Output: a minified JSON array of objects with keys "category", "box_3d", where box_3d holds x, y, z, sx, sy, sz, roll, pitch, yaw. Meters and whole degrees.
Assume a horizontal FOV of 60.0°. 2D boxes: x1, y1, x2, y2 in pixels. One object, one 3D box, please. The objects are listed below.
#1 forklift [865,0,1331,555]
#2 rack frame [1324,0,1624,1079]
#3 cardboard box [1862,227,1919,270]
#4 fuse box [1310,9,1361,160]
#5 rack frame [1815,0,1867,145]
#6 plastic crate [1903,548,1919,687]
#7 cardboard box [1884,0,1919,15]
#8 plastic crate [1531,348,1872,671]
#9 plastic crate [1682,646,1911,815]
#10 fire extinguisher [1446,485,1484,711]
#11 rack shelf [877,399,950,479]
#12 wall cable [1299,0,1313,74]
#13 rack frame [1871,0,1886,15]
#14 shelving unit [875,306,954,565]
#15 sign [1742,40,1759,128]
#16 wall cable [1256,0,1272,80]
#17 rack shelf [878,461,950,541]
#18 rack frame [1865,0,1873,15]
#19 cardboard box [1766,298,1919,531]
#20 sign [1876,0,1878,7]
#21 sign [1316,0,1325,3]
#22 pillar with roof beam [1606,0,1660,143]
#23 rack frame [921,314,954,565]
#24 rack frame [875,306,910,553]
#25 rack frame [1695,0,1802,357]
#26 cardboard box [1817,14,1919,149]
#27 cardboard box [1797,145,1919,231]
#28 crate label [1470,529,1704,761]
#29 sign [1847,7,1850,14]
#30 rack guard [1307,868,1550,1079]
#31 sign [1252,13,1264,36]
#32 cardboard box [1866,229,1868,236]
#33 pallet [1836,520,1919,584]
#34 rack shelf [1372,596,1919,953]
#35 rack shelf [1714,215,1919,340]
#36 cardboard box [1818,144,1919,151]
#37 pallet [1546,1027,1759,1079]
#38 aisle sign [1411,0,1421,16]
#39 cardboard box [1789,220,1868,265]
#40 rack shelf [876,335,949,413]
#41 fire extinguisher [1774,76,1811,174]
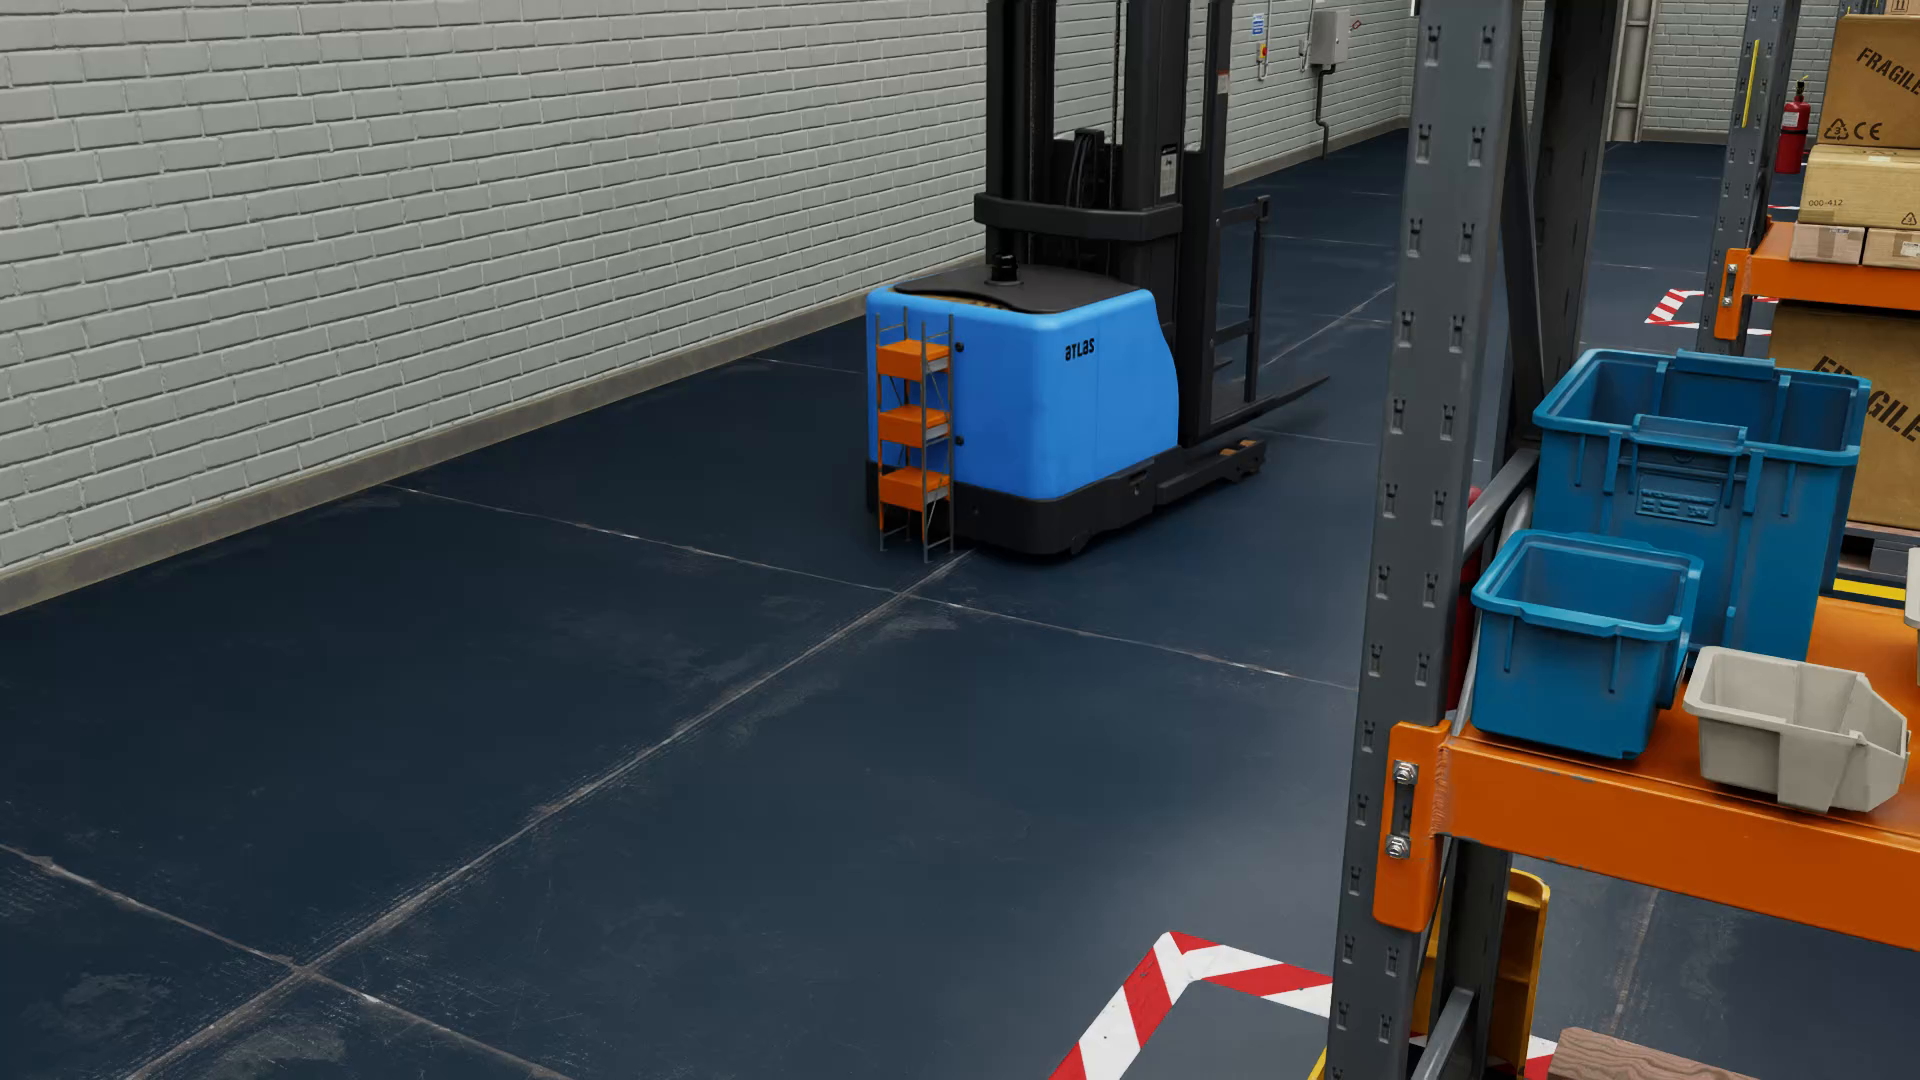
[{"category":"forklift","box_3d":[0.873,-1.750,7.891,1.130,2.935,3.031,15,25,35]},{"category":"rack frame","box_3d":[0.942,-0.024,3.031,0.127,3.000,1.000,11,23,27]},{"category":"cardboard box","box_3d":[3.732,-1.180,6.589,0.250,0.149,0.380,10,22,27]},{"category":"fuse box","box_3d":[4.409,-5.374,19.672,0.414,1.711,0.539,11,23,27]},{"category":"rack frame","box_3d":[5.865,-2.958,11.120,0.127,3.000,1.000,11,23,27]},{"category":"plastic crate","box_3d":[1.743,0.154,2.841,0.243,0.136,0.396,11,23,27]},{"category":"cardboard box","box_3d":[6.127,-3.461,10.459,0.500,0.500,0.500,11,22,27]},{"category":"plastic crate","box_3d":[1.326,-0.068,3.015,0.499,0.435,0.616,11,23,27]},{"category":"plastic crate","box_3d":[1.237,0.289,2.468,0.298,0.136,0.250,11,23,27]},{"category":"fire extinguisher","box_3d":[1.032,0.028,3.550,0.183,0.674,0.296,11,23,27]},{"category":"rack shelf","box_3d":[-0.189,-0.429,7.040,0.240,0.259,0.215,15,25,35]},{"category":"wall cable","box_3d":[3.938,-6.281,18.791,0.122,1.984,0.588,11,23,27]},{"category":"rack frame","box_3d":[10.608,-5.927,19.305,0.127,3.000,1.000,11,23,27]},{"category":"shelving unit","box_3d":[-0.189,-0.439,7.036,0.252,1.050,0.215,15,25,35]},{"category":"sign","box_3d":[3.082,-1.778,6.482,0.005,0.325,0.100,11,23,27]},{"category":"wall cable","box_3d":[3.257,-5.871,17.617,0.123,1.953,0.585,11,23,27]},{"category":"rack shelf","box_3d":[-0.189,-0.168,7.135,0.240,0.259,0.215,15,25,35]},{"category":"rack frame","box_3d":[8.191,-4.448,15.229,0.127,3.000,1.000,11,23,27]},{"category":"cardboard box","box_3d":[3.956,-0.614,7.159,0.875,0.875,0.875,11,23,27]},{"category":"sign","box_3d":[10.344,-6.172,18.712,0.005,0.325,0.100,11,23,27]},{"category":"sign","box_3d":[4.201,-6.386,19.361,0.001,0.242,0.339,11,23,27]},{"category":"pillar with roof beam","box_3d":[6.594,-8.182,16.724,0.400,9.000,9.100,11,23,27]},{"category":"rack frame","box_3d":[-0.092,-0.414,6.966,0.008,1.050,0.200,15,25,35]},{"category":"rack frame","box_3d":[-0.285,-0.465,7.106,0.008,1.050,0.200,15,25,35]},{"category":"rack frame","box_3d":[3.358,-1.498,7.096,0.127,3.000,1.000,11,23,27]},{"category":"cardboard box","box_3d":[3.911,-1.917,6.935,0.500,0.500,0.500,11,23,28]},{"category":"cardboard box","box_3d":[3.645,-1.407,6.629,0.500,0.250,0.500,10,22,26]},{"category":"crate label","box_3d":[0.997,0.166,2.666,0.303,0.233,0.416,11,23,27]},{"category":"sign","box_3d":[5.600,-3.203,10.527,0.005,0.325,0.100,11,23,27]},{"category":"rack guard","box_3d":[0.915,1.151,3.458,0.348,0.500,1.175,11,23,27]},{"category":"sign","box_3d":[3.180,-5.502,17.738,0.001,0.218,0.327,11,23,27]},{"category":"cardboard box","box_3d":[3.829,-1.419,7.246,0.250,0.149,0.380,11,23,28]},{"category":"pallet","box_3d":[4.094,-0.078,7.269,1.213,0.211,1.003,11,23,27]},{"category":"rack shelf","box_3d":[2.688,0.647,2.237,4.000,0.370,1.077,11,23,27]},{"category":"rack shelf","box_3d":[5.104,-0.827,6.302,4.000,0.370,1.077,11,23,27]},{"category":"cardboard box","box_3d":[3.910,-1.566,7.067,0.500,0.250,0.500,10,22,26]},{"category":"pallet","box_3d":[1.643,1.436,3.097,1.213,0.211,1.003,11,23,27]},{"category":"aisle sign","box_3d":[0.735,-1.169,2.377,0.004,0.787,0.394,11,23,27]},{"category":"cardboard box","box_3d":[3.507,-1.223,6.705,0.250,0.149,0.380,11,23,28]},{"category":"rack shelf","box_3d":[-0.189,-0.696,6.943,0.240,0.259,0.215,15,25,35]},{"category":"fire extinguisher","box_3d":[5.870,-2.925,11.691,0.183,0.674,0.296,11,23,27]}]
